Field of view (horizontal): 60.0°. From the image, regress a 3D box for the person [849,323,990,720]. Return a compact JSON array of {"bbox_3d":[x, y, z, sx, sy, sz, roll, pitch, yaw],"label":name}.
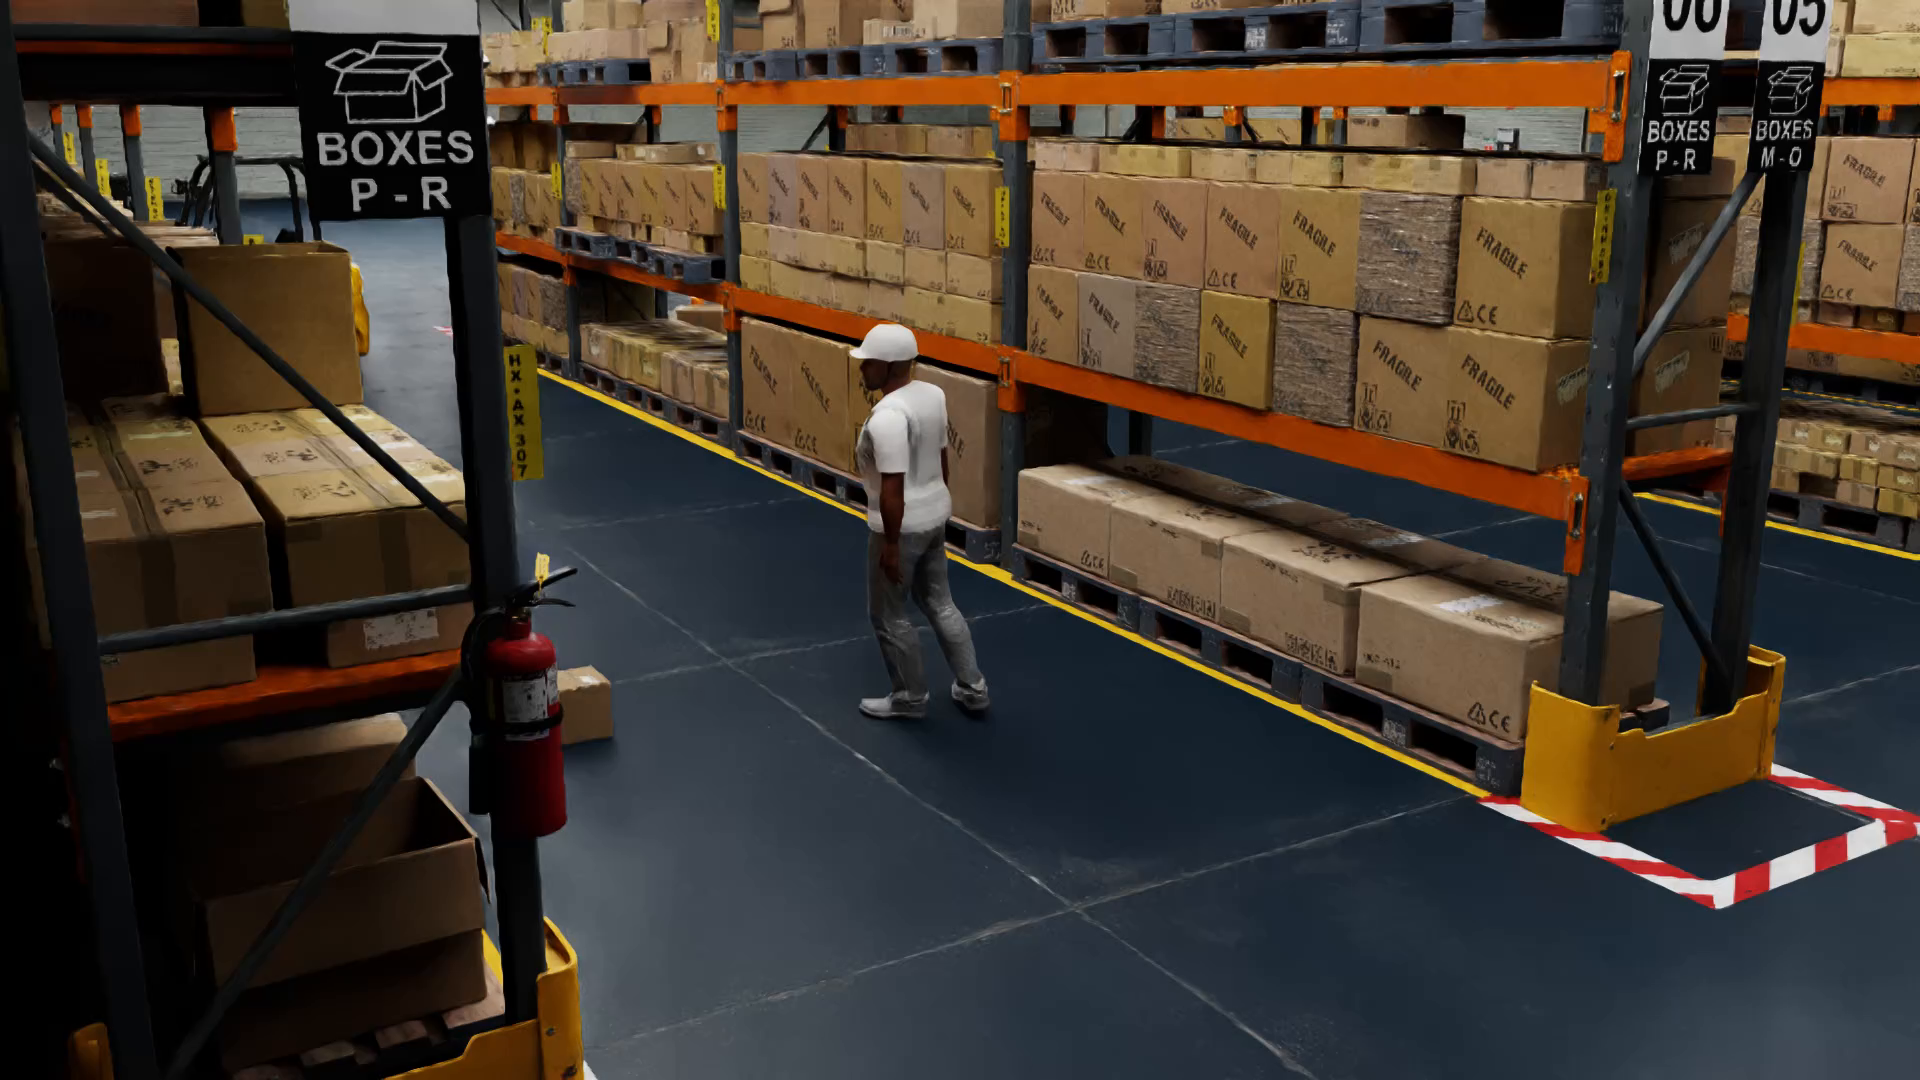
[{"bbox_3d":[-0.169,-0.061,7.212,0.559,1.754,0.608,7,16,25],"label":"person"}]
